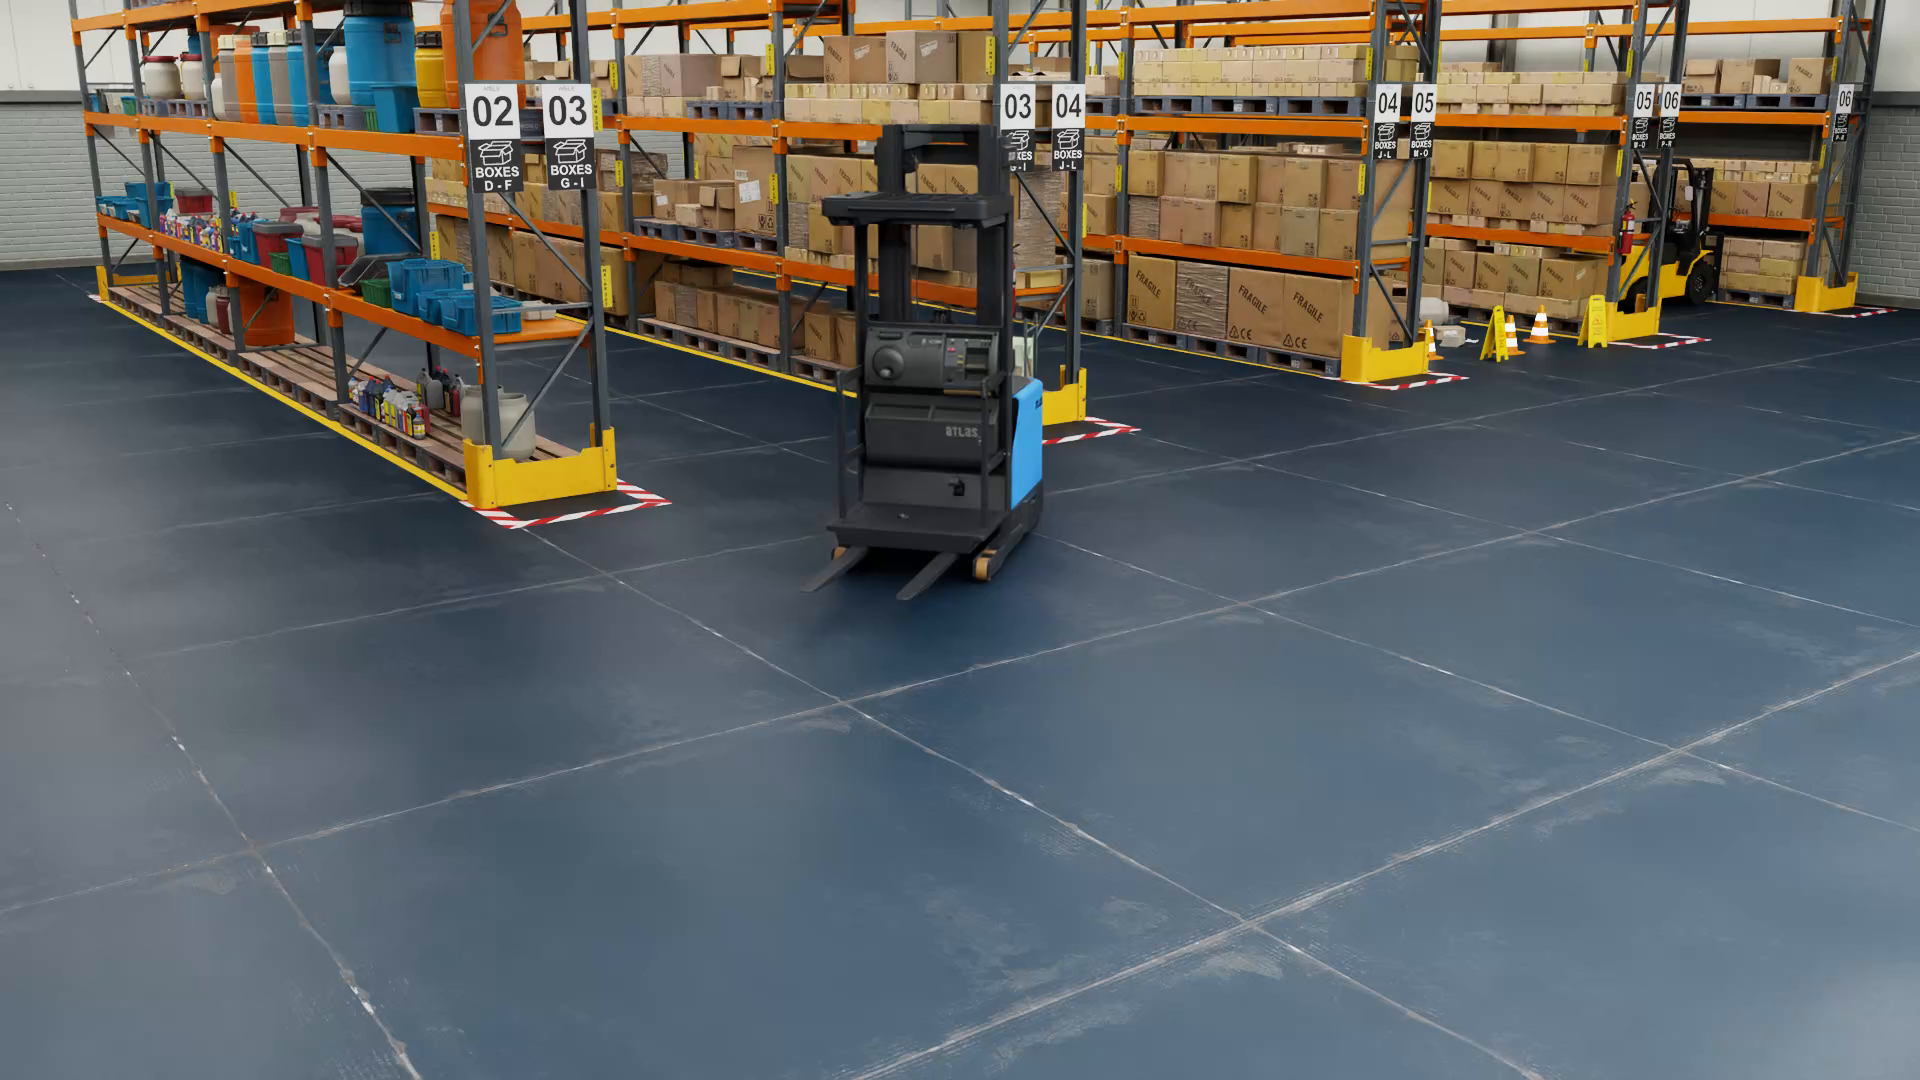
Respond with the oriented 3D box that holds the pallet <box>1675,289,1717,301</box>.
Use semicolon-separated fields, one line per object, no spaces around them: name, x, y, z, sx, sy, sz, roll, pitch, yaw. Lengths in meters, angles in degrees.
pallet;11.567;-3.950;26.109;1.003;0.211;1.213;-11;19;-35

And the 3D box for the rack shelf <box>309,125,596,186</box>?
rack shelf;-4.447;-3.327;14.229;1.077;0.370;4.000;-11;19;-35

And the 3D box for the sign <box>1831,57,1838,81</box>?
sign;12.317;-6.633;23.418;0.100;0.325;0.005;-11;19;-35

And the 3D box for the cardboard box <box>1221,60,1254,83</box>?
cardboard box;3.409;-5.469;19.429;0.500;0.250;0.500;-11;19;-34

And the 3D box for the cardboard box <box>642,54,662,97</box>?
cardboard box;-3.605;-5.764;20.635;0.500;0.500;0.500;-11;19;-34

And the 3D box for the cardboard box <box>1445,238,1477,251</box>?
cardboard box;7.017;-4.141;23.289;0.380;0.149;0.250;-10;18;-31

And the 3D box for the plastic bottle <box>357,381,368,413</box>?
plastic bottle;-5.578;-1.352;15.658;0.152;0.276;0.135;-10;18;-33

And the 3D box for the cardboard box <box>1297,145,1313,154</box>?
cardboard box;5.349;-5.932;25.289;0.380;0.149;0.250;-12;19;-37

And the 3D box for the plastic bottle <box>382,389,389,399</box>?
plastic bottle;-5.256;-1.248;15.287;0.097;0.271;0.097;0;15;0

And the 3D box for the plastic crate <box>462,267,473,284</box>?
plastic crate;-4.753;-2.388;15.401;0.499;0.251;0.616;-11;19;-35

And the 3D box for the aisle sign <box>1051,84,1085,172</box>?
aisle sign;1.014;-3.856;15.558;0.394;0.787;0.004;-11;19;-35

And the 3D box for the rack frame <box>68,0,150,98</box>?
rack frame;-12.679;-8.110;24.661;1.000;3.000;0.127;-11;19;-35

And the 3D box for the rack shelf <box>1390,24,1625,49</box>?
rack shelf;9.236;-8.513;28.254;1.077;0.370;4.000;-11;19;-35

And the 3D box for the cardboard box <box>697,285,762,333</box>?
cardboard box;-2.883;-2.907;20.917;0.700;0.500;0.500;-9;18;-30

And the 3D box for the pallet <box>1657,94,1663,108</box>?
pallet;10.935;-6.958;26.303;1.003;0.211;1.213;-11;19;-35

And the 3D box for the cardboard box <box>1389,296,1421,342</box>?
cardboard box;5.671;-2.885;21.663;0.637;0.503;0.797;4;16;13

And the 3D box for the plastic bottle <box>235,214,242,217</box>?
plastic bottle;-9.322;-4.083;21.546;0.152;0.276;0.135;-11;19;-35

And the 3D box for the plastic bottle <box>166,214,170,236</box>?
plastic bottle;-10.238;-4.085;21.562;0.097;0.271;0.097;0;15;0

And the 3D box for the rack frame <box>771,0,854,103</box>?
rack frame;-1.617;-6.316;18.108;1.000;3.000;0.127;-11;19;-35

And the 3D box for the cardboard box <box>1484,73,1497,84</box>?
cardboard box;7.301;-6.234;22.455;0.380;0.149;0.250;-10;18;-33

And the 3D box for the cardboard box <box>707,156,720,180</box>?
cardboard box;-4.225;-6.676;30.033;0.500;0.500;0.500;-11;19;-34

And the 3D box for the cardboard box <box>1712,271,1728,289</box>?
cardboard box;11.661;-4.022;25.501;0.500;0.250;0.500;-11;19;-34

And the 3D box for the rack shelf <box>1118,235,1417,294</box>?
rack shelf;3.631;-3.397;20.168;1.077;0.370;4.000;-11;19;-35

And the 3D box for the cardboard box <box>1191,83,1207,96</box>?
cardboard box;2.994;-5.400;19.933;0.380;0.149;0.250;-11;19;-35

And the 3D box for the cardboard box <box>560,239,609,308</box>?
cardboard box;-4.875;-3.797;23.496;1.225;0.875;0.875;-11;19;-34

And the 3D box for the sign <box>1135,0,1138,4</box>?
sign;3.817;-11.797;36.063;0.100;0.325;0.005;-11;19;-35

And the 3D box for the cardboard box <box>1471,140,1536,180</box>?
cardboard box;7.419;-5.186;22.696;0.700;0.500;0.500;-11;19;-35

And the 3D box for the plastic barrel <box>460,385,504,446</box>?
plastic barrel;-4.015;-1.038;14.104;0.421;0.512;0.421;0;15;0

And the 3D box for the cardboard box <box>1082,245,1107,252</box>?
cardboard box;2.662;-5.535;29.848;0.875;0.875;0.875;-10;18;-33

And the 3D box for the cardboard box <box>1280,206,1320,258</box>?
cardboard box;4.211;-3.576;19.174;0.875;0.550;0.550;-11;19;-35

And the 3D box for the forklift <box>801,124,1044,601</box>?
forklift;-0.246;-1.250;11.091;1.130;2.935;3.031;4;16;15

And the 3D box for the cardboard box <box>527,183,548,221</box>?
cardboard box;-5.956;-4.935;24.236;0.500;0.500;0.500;-11;19;-34

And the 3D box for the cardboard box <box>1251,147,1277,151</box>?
cardboard box;6.116;-7.443;32.602;0.700;0.500;0.500;-11;19;-34

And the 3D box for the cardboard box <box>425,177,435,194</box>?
cardboard box;-8.609;-5.912;27.715;0.500;0.250;0.500;-11;19;-36

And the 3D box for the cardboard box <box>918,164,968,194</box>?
cardboard box;-0.087;-3.428;16.270;0.500;0.500;0.500;-11;19;-35

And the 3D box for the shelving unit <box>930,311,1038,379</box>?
shelving unit;0.185;-1.009;12.921;0.755;1.500;0.431;4;16;14

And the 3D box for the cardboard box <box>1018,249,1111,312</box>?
cardboard box;1.453;-3.614;23.063;1.050;0.750;0.750;-11;19;-35

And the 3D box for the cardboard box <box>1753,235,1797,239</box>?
cardboard box;12.338;-4.475;25.263;0.500;0.250;0.500;-11;19;-34

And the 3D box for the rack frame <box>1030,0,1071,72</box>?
rack frame;1.696;-9.563;29.969;1.000;3.000;0.127;-11;19;-35

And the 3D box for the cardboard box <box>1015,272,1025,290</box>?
cardboard box;0.401;-2.476;15.917;0.380;0.149;0.250;-11;19;-35

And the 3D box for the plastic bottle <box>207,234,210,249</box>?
plastic bottle;-8.918;-3.572;19.820;0.097;0.201;0.097;0;15;0

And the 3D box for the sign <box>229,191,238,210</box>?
sign;-9.881;-4.581;22.606;0.100;0.325;0.005;-11;19;-35

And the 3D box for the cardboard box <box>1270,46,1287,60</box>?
cardboard box;3.738;-5.514;18.839;0.380;0.149;0.250;-11;19;-34

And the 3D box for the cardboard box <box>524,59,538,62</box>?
cardboard box;-6.829;-7.035;25.240;0.700;0.500;0.500;-12;20;-38

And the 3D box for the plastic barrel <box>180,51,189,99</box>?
plastic barrel;-9.626;-5.939;21.259;0.600;0.588;0.600;0;15;0

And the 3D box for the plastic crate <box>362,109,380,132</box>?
plastic crate;-4.916;-3.619;14.337;0.336;0.188;0.450;-11;19;-35

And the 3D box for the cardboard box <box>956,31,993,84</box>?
cardboard box;0.081;-4.807;16.576;0.500;0.500;0.500;-11;19;-35

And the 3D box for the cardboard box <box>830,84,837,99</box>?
cardboard box;-1.141;-4.719;17.483;0.380;0.149;0.250;-10;18;-33

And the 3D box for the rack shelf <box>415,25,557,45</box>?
rack shelf;-7.496;-7.912;26.057;1.077;0.370;4.000;-11;19;-35

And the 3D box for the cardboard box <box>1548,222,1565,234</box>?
cardboard box;7.986;-4.127;21.950;0.380;0.149;0.250;-11;19;-35

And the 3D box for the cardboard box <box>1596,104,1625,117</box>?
cardboard box;8.315;-5.465;21.156;0.380;0.149;0.250;-11;19;-34

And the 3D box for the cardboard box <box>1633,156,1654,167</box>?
cardboard box;10.812;-5.957;26.177;0.380;0.149;0.250;-10;18;-33

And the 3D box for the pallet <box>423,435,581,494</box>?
pallet;-3.827;-0.638;14.008;1.003;0.211;1.213;-11;19;-35

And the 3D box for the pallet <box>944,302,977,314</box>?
pallet;0.505;-3.500;24.465;1.003;0.211;1.213;-11;19;-35

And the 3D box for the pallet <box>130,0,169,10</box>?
pallet;-9.816;-6.800;20.990;1.003;0.211;1.213;-11;19;-35

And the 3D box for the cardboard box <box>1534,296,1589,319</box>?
cardboard box;8.044;-3.119;22.203;0.500;0.250;0.500;-11;19;-35

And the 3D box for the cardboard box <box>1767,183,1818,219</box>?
cardboard box;12.262;-4.991;24.439;0.500;0.500;0.500;-11;19;-36
